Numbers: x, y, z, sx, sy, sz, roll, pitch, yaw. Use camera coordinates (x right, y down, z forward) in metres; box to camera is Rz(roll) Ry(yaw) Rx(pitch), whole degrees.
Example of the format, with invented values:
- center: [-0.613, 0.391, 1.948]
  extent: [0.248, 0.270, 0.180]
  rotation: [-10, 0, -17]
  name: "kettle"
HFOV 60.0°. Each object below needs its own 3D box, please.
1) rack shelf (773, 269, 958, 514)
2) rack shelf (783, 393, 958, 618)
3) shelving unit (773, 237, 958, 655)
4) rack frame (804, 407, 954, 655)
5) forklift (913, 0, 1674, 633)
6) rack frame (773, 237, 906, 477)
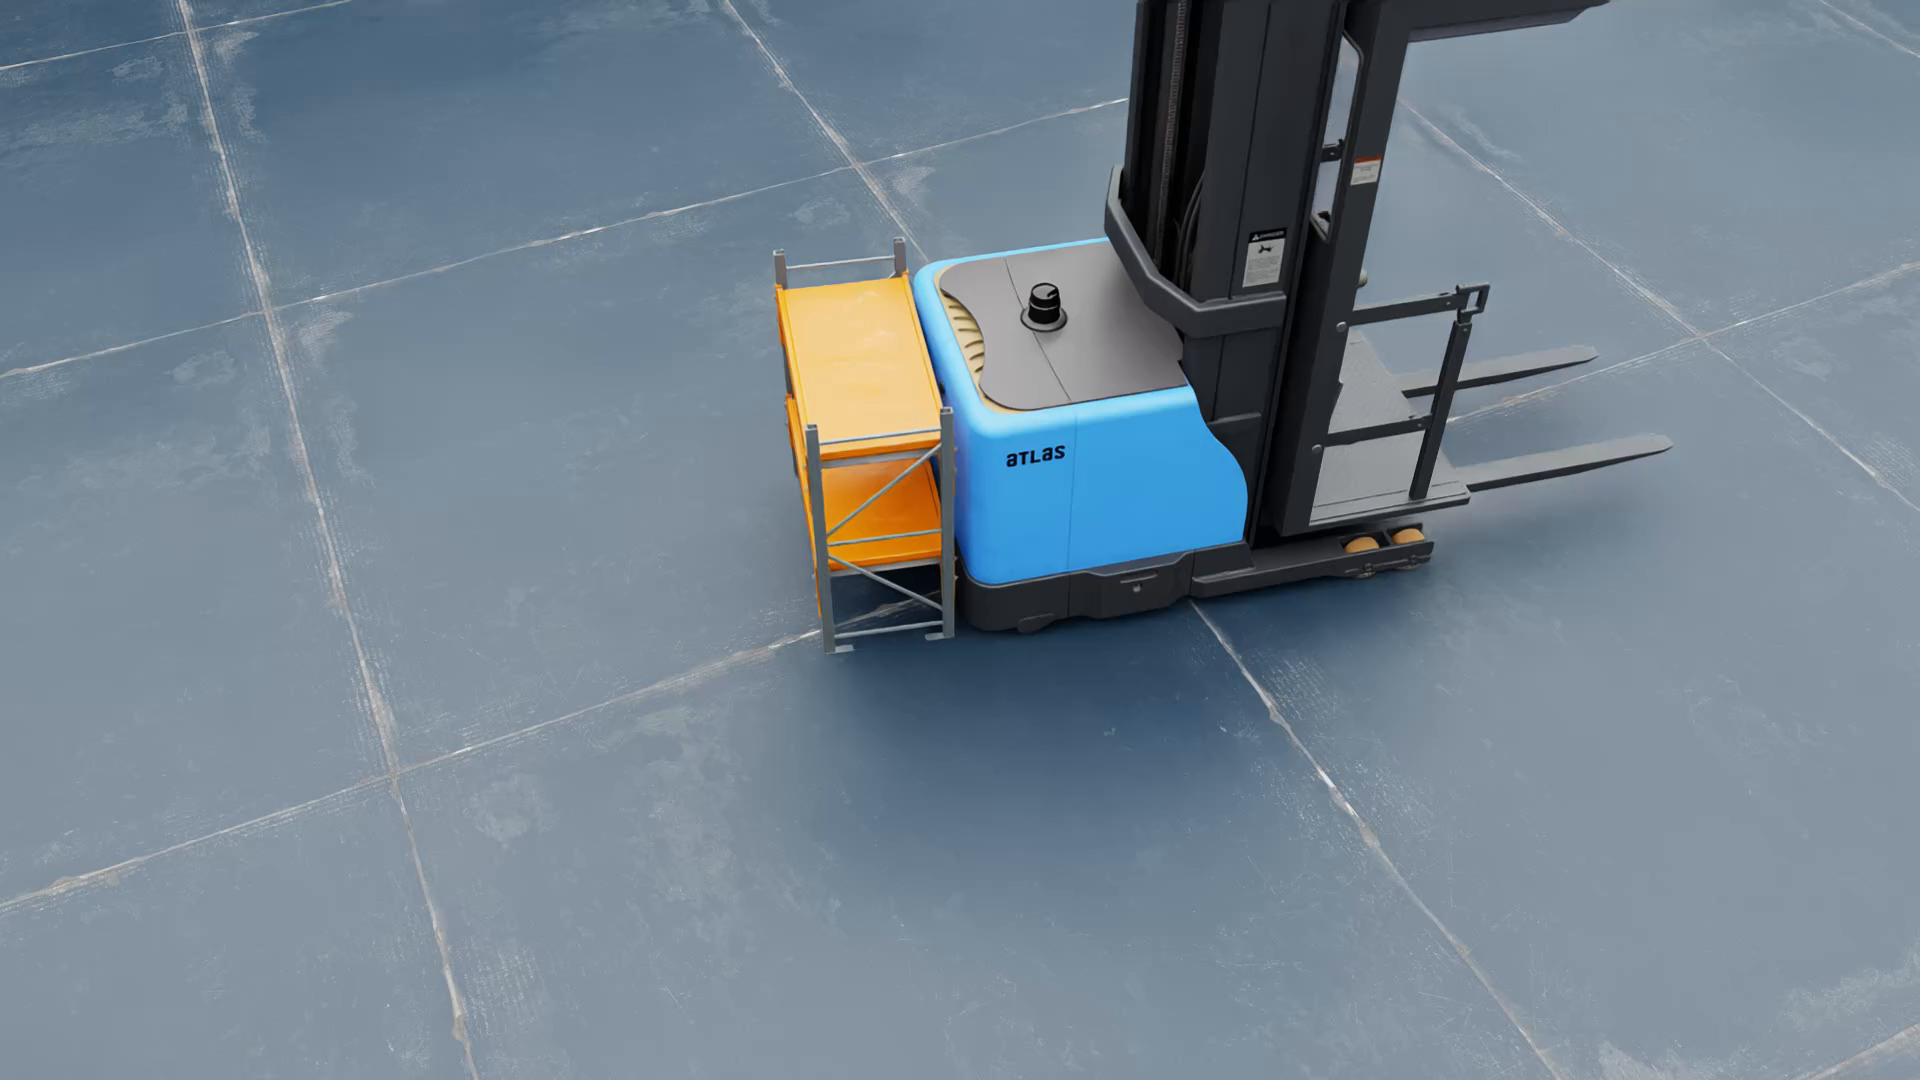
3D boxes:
- center: [-0.362, -0.565, 6.105]
  extent: [0.538, 0.278, 1.000]
  rotation: [-7, 45, -7]
  name: "rack shelf"
- center: [-0.362, -0.183, 6.483]
  extent: [0.538, 0.278, 1.000]
  rotation: [-7, 45, -7]
  name: "rack shelf"
- center: [-0.362, -0.357, 6.311]
  extent: [0.538, 1.125, 1.048]
  rotation: [-7, 45, -7]
  name: "shelving unit"
- center: [-0.270, -0.006, 5.955]
  extent: [0.500, 1.125, 0.032]
  rotation: [-7, 45, -7]
  name: "rack frame"
- center: [1.385, -1.245, 5.925]
  extent: [3.031, 2.935, 1.130]
  rotation: [-10, 45, -10]
  name: "forklift"
- center: [-0.454, -0.708, 6.667]
  extent: [0.500, 1.125, 0.032]
  rotation: [-7, 45, -7]
  name: "rack frame"
